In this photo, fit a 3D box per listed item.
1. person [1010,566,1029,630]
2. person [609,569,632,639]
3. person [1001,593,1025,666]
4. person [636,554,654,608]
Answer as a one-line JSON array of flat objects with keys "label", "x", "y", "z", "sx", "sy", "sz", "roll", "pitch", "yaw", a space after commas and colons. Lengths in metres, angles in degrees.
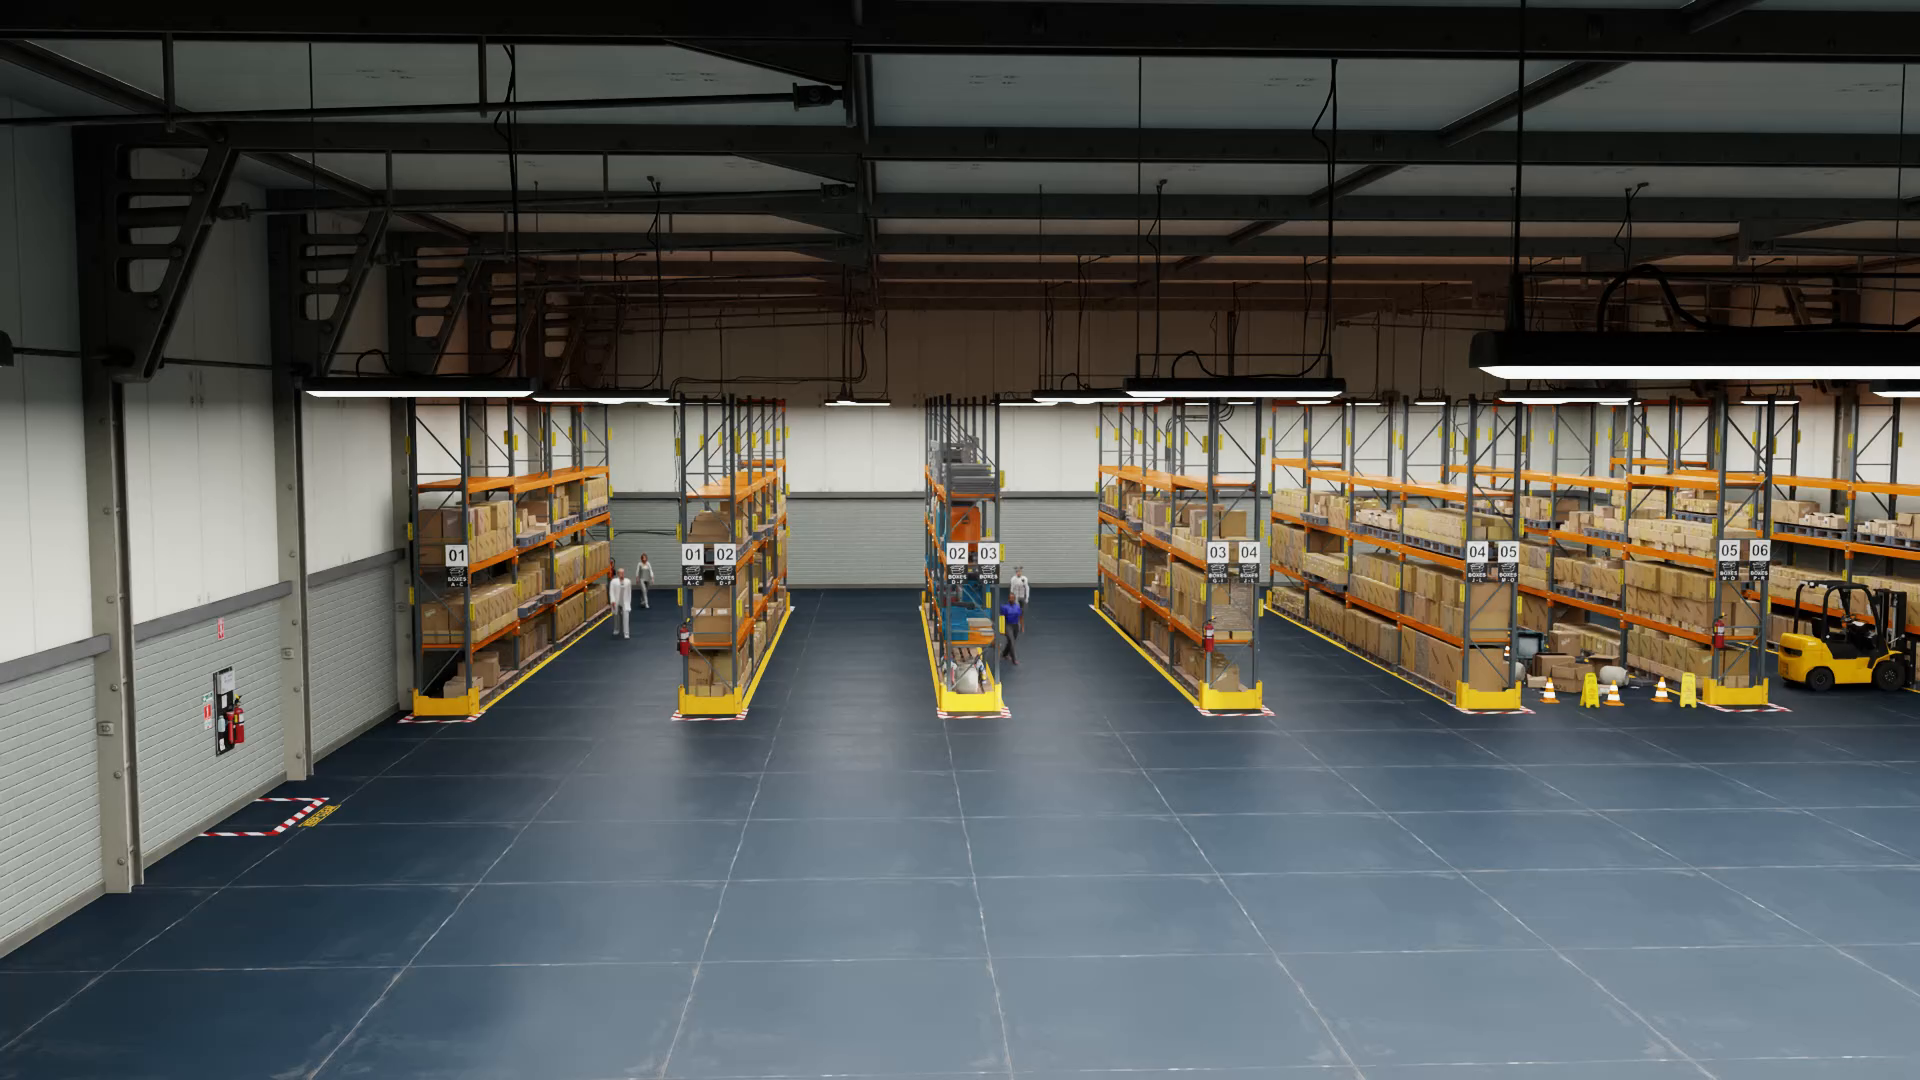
[{"label": "person", "x": 1.550, "y": 1.478, "z": 43.240, "sx": 0.487, "sy": 1.629, "sz": 0.852, "roll": 0, "pitch": 5, "yaw": -6}, {"label": "person", "x": -8.439, "y": 1.572, "z": 41.341, "sx": 0.541, "sy": 1.727, "sz": 1.144, "roll": -1, "pitch": 5, "yaw": -13}, {"label": "person", "x": 1.157, "y": 1.970, "z": 37.149, "sx": 0.447, "sy": 1.588, "sz": 1.079, "roll": -2, "pitch": 5, "yaw": -28}, {"label": "person", "x": -9.054, "y": 1.175, "z": 47.761, "sx": 0.452, "sy": 1.508, "sz": 0.977, "roll": -2, "pitch": 5, "yaw": -29}]
